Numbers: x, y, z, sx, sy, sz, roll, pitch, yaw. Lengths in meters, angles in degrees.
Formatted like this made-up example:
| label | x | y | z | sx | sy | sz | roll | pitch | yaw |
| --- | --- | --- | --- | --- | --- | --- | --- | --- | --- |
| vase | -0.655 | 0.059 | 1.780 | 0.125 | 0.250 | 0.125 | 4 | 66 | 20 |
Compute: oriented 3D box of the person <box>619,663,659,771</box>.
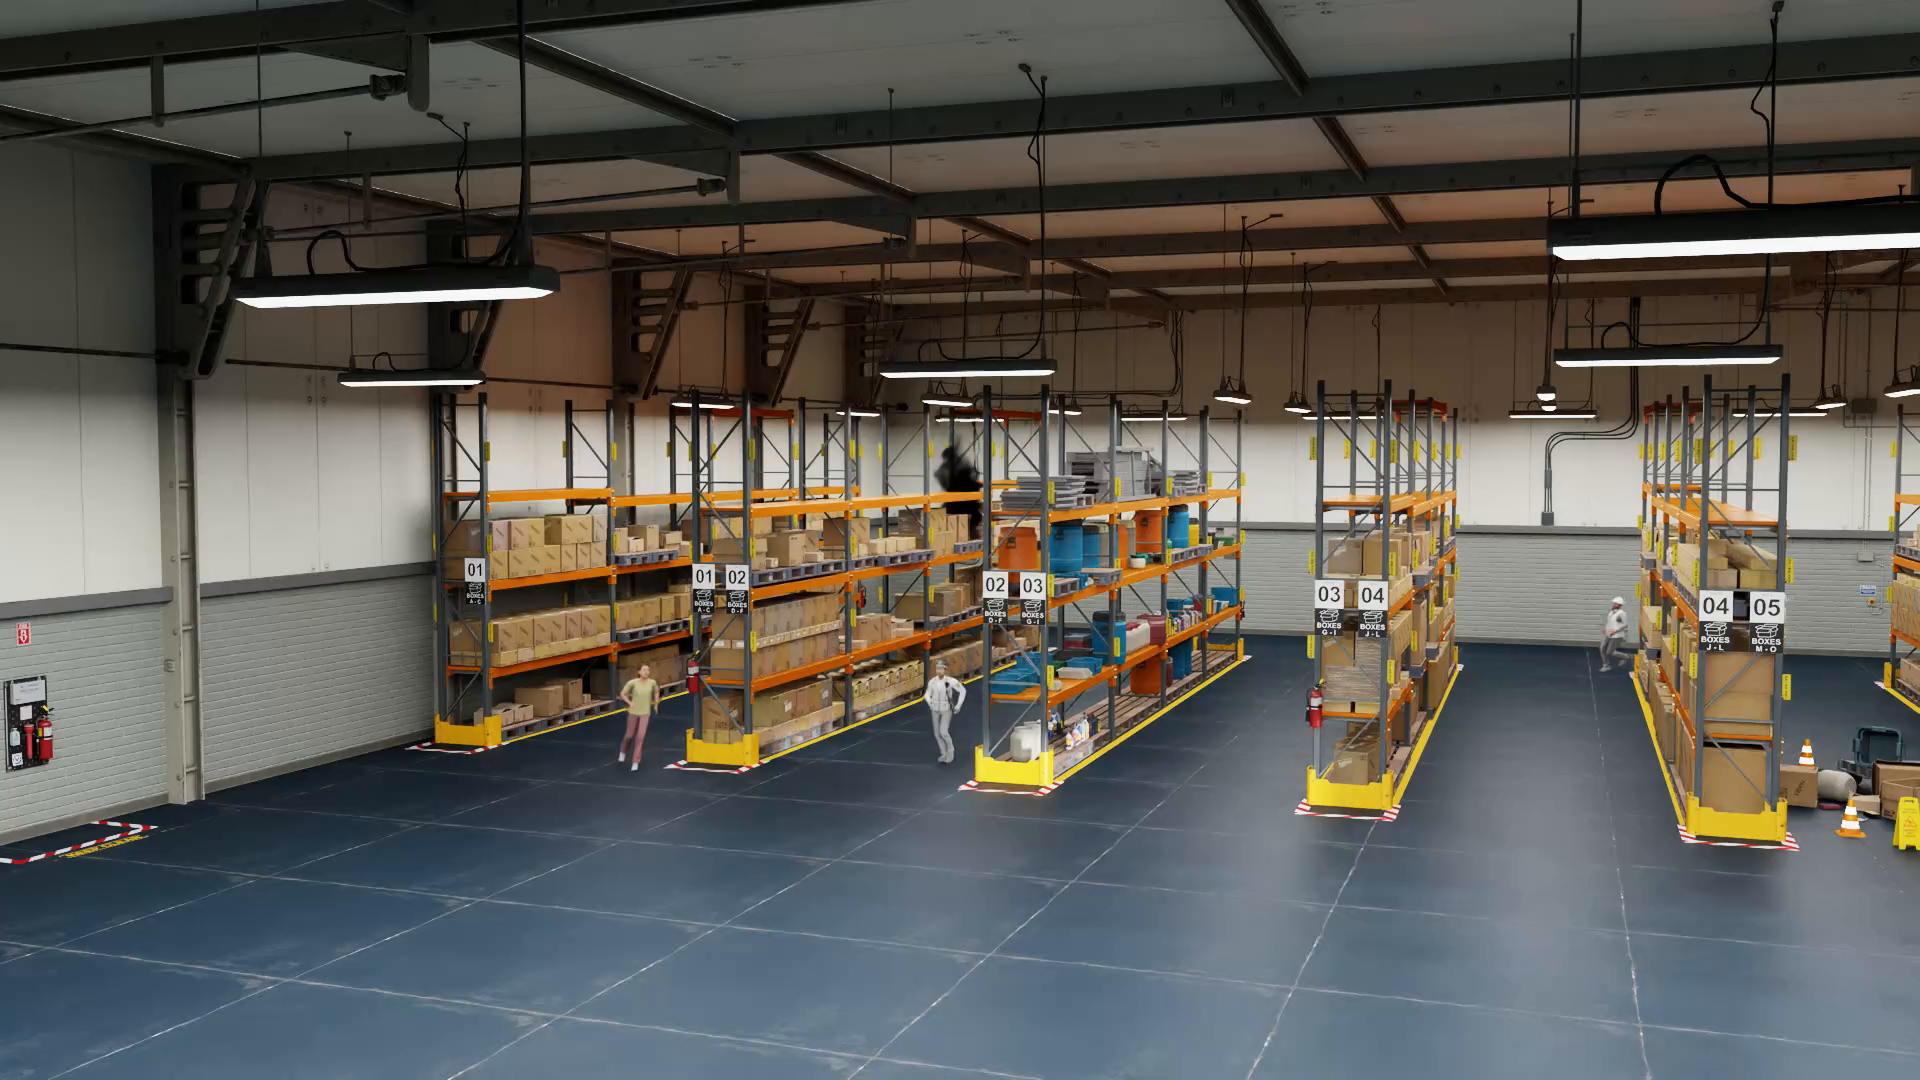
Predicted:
| label | x | y | z | sx | sy | sz | roll | pitch | yaw |
| --- | --- | --- | --- | --- | --- | --- | --- | --- | --- |
| person | -5.056 | 2.761 | 26.340 | 0.640 | 1.636 | 0.954 | -1 | 3 | -18 |

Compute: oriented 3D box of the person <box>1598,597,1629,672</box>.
| label | x | y | z | sx | sy | sz | roll | pitch | yaw |
| --- | --- | --- | --- | --- | --- | --- | --- | --- | --- |
| person | 14.904 | 2.153 | 37.723 | 0.653 | 1.740 | 0.700 | 0 | 3 | -8 |

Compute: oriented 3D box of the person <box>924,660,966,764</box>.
| label | x | y | z | sx | sy | sz | roll | pitch | yaw |
| --- | --- | --- | --- | --- | --- | --- | --- | --- | --- |
| person | -0.276 | 2.747 | 26.565 | 0.635 | 1.673 | 0.621 | 1 | 3 | 21 |
